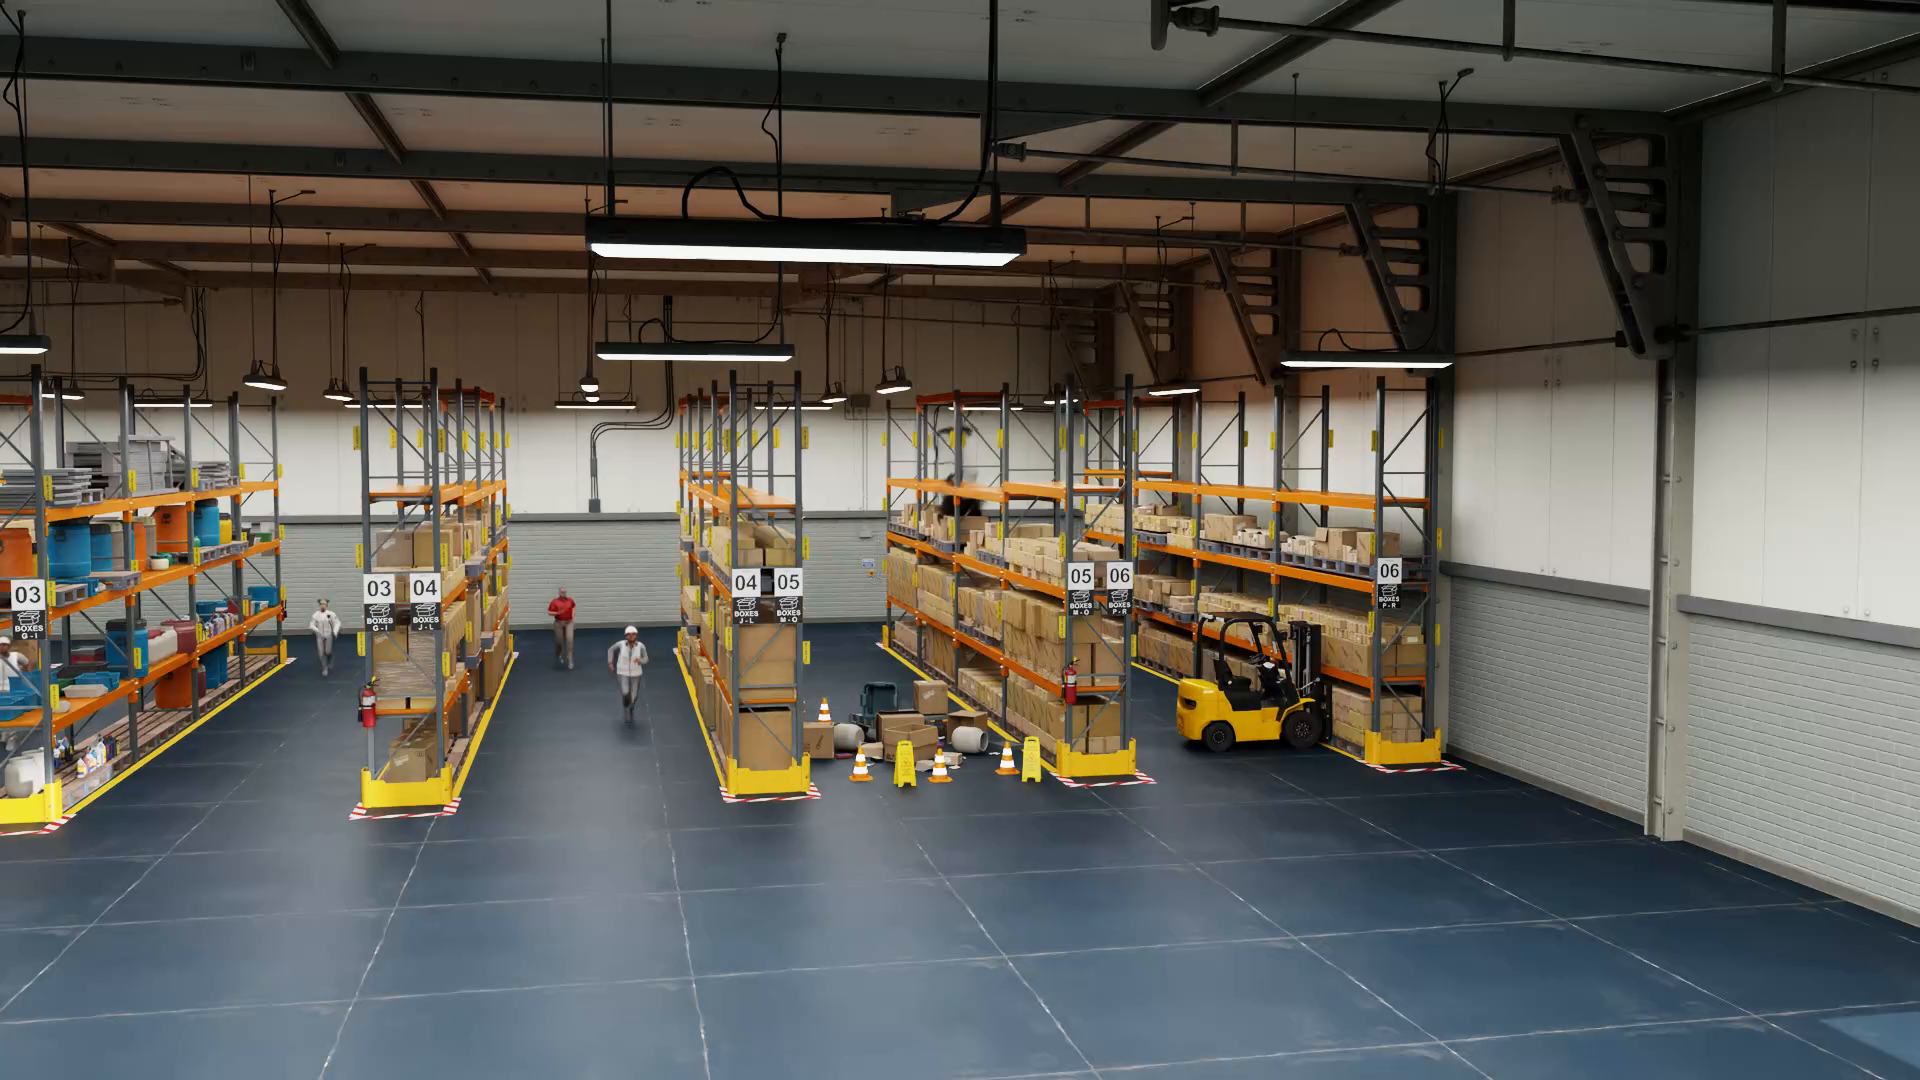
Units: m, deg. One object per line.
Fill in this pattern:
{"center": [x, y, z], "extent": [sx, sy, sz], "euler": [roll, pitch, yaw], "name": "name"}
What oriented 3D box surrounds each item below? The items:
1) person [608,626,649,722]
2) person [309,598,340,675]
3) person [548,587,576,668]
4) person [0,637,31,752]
{"center": [-5.844, 2.370, 29.346], "extent": [0.690, 1.723, 0.770], "euler": [-1, 4, -15], "name": "person"}
{"center": [-13.563, 2.069, 35.479], "extent": [0.604, 1.653, 0.531], "euler": [-1, 3, -13], "name": "person"}
{"center": [-8.817, 1.927, 36.937], "extent": [0.653, 1.753, 0.917], "euler": [-1, 4, -23], "name": "person"}
{"center": [-15.548, 2.481, 27.102], "extent": [0.661, 1.831, 0.877], "euler": [-1, 4, -17], "name": "person"}
